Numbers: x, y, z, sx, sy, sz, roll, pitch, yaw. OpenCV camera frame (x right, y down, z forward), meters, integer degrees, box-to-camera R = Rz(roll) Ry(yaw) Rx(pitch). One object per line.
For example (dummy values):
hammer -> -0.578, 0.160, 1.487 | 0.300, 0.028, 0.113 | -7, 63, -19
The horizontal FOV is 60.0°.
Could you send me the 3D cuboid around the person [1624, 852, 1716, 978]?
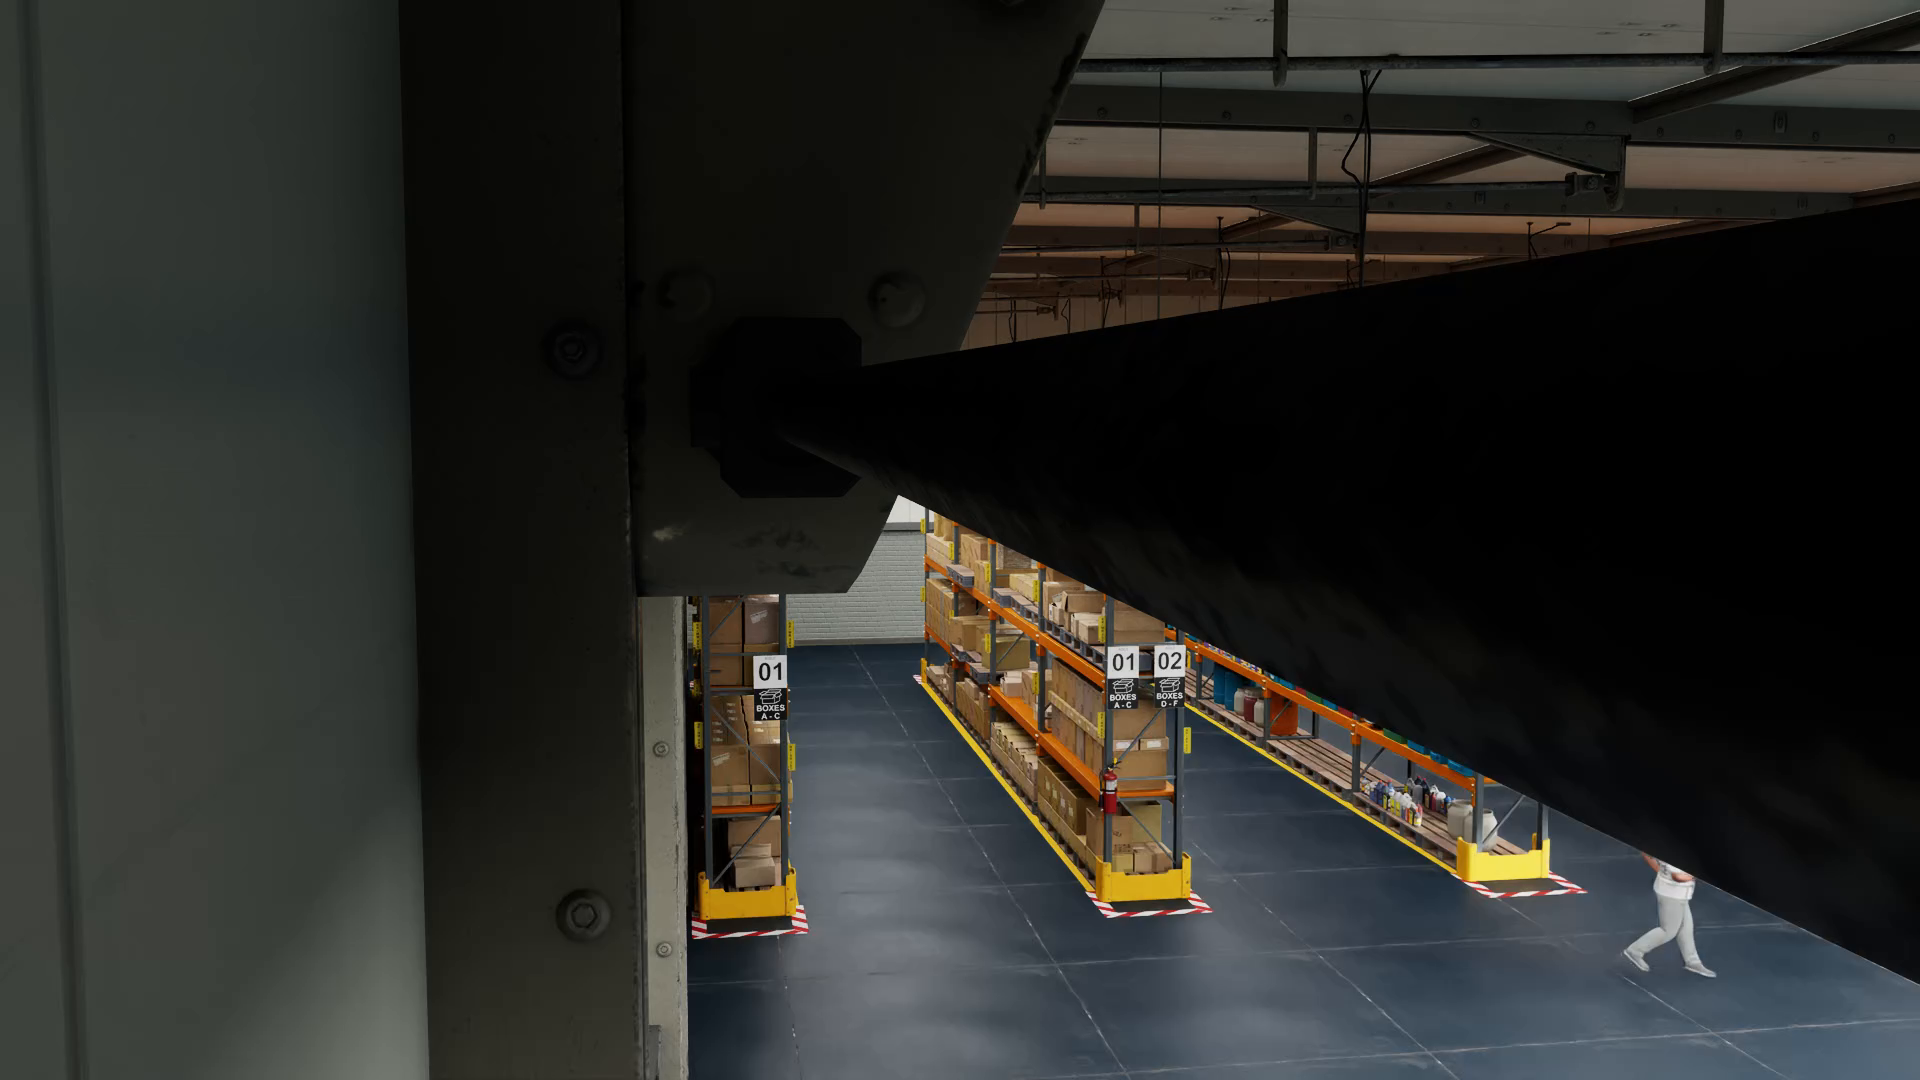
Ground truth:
person -> 7.701, 3.844, 17.975 | 0.967, 1.786, 0.659 | 1, 5, 14
